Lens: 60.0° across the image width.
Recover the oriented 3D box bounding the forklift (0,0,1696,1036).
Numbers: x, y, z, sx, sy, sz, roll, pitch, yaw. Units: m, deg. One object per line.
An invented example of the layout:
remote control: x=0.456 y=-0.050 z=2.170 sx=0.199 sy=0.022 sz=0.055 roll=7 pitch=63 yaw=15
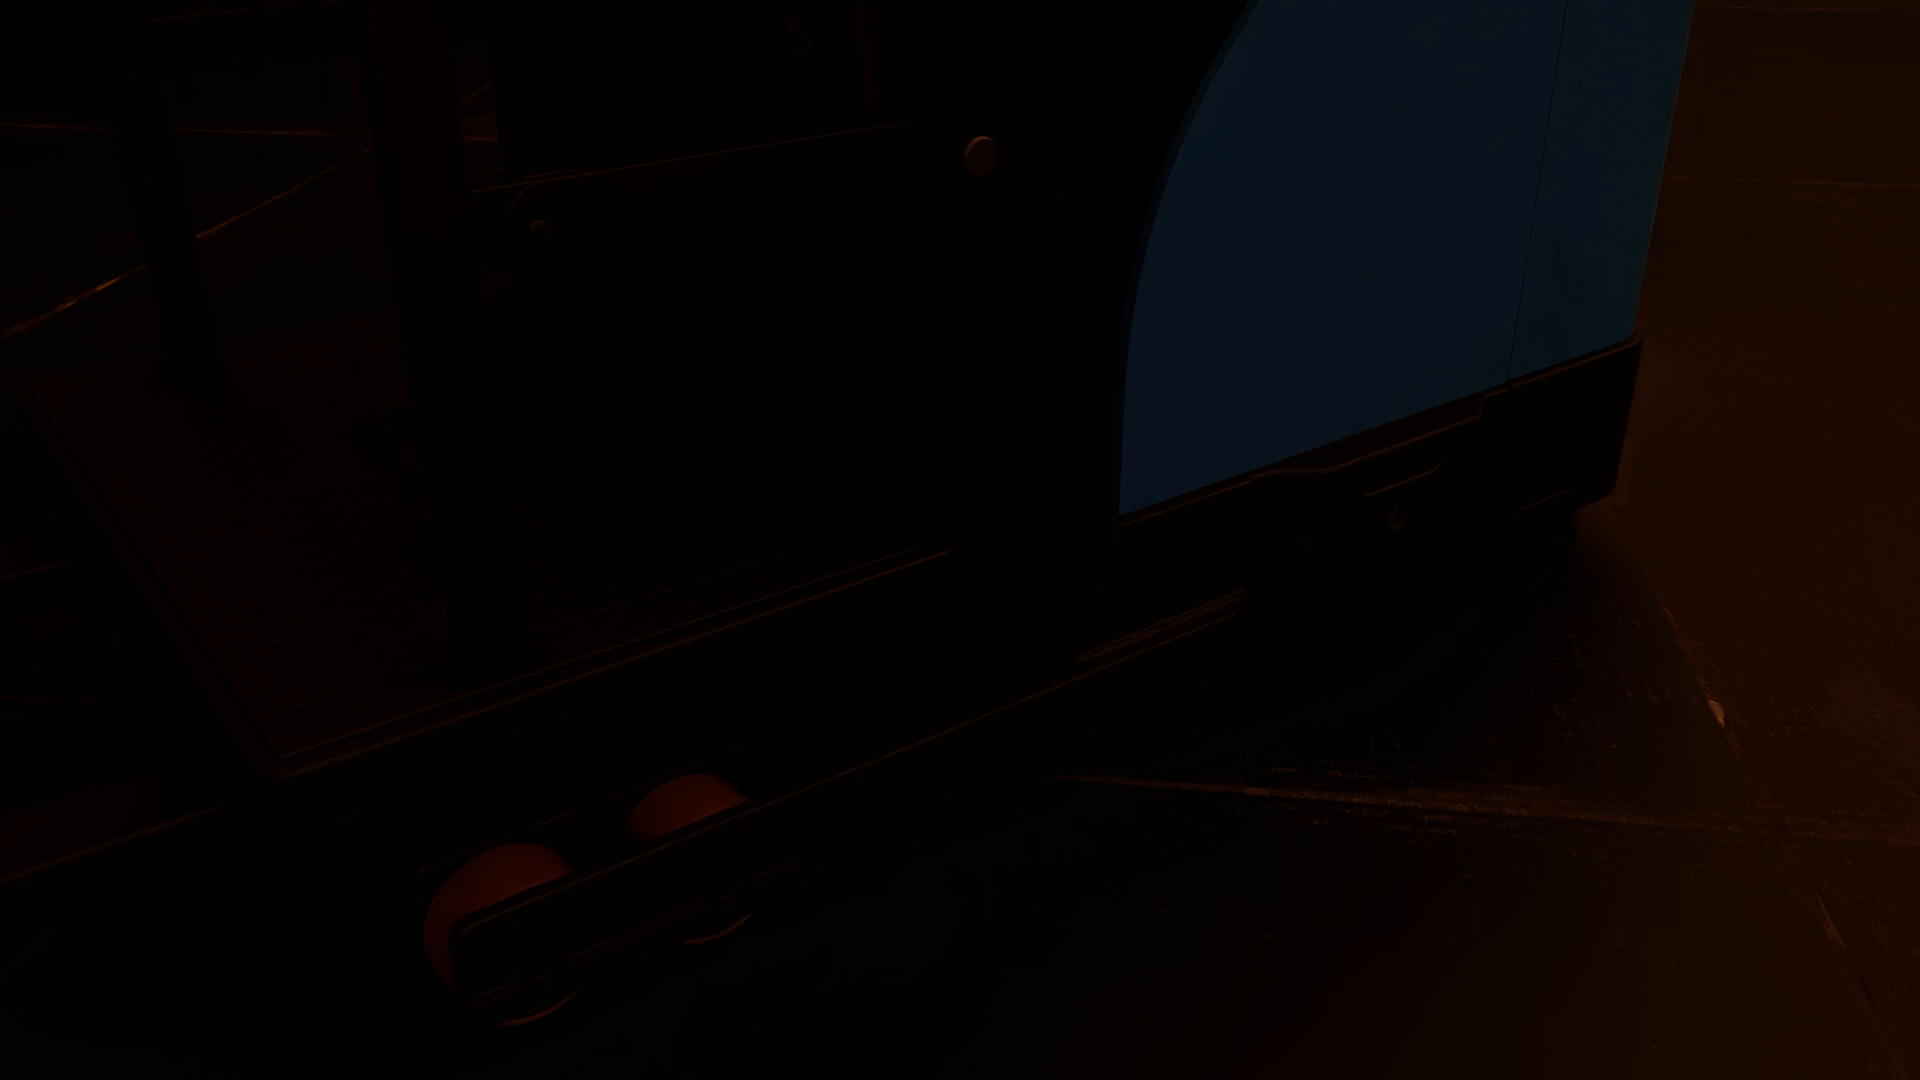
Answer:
forklift: x=-0.492 y=-1.120 z=1.463 sx=3.031 sy=2.935 sz=1.130 roll=-18 pitch=32 yaw=-32
